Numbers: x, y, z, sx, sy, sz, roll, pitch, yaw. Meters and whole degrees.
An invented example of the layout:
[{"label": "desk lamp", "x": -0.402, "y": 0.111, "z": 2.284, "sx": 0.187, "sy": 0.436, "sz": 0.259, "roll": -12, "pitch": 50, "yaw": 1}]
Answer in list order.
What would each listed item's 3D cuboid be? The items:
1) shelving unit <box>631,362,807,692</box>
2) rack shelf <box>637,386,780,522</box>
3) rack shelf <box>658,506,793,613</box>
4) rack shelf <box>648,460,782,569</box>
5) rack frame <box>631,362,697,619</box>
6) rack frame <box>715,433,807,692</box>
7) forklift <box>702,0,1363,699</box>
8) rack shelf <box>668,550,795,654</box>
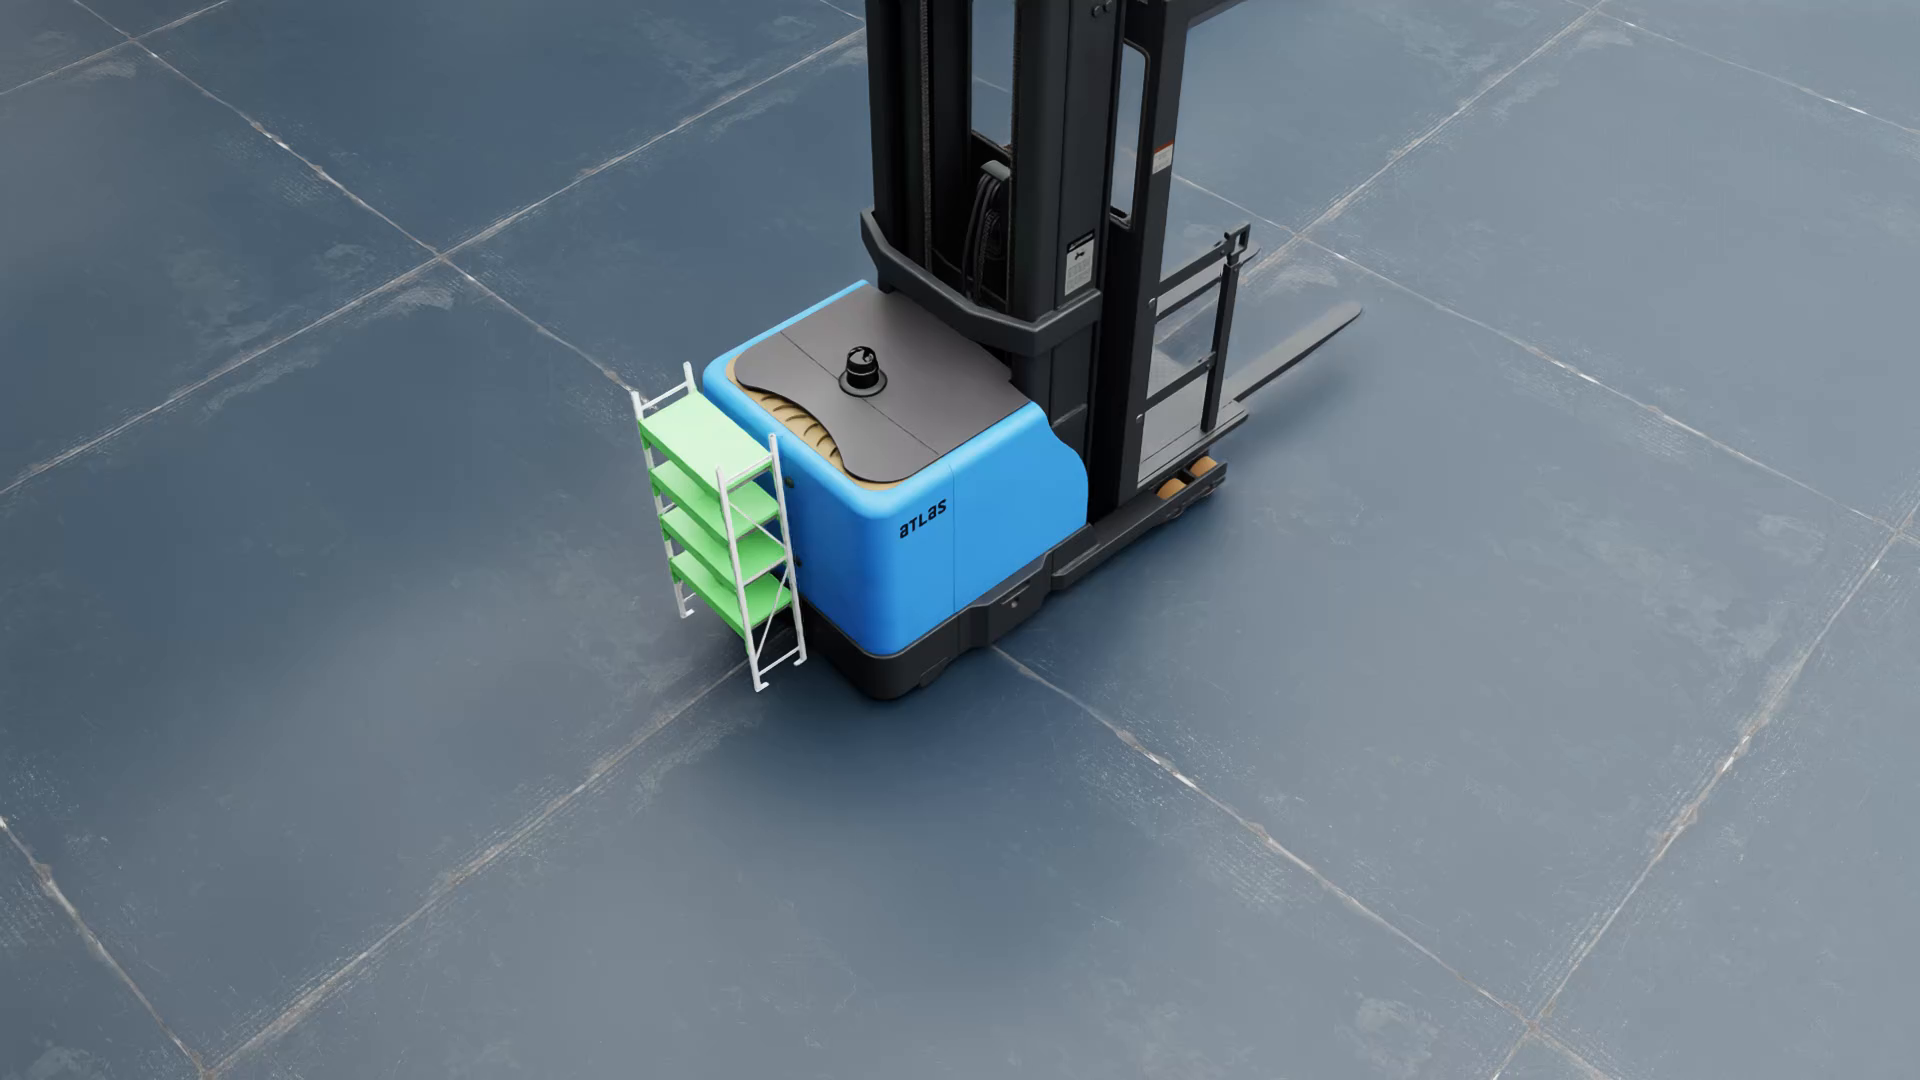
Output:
[{"label": "shelving unit", "x": -0.858, "y": -0.021, "z": 6.051, "sx": 0.258, "sy": 1.200, "sz": 0.503, "roll": -34, "pitch": 55, "yaw": -26}, {"label": "rack shelf", "x": -0.866, "y": -0.301, "z": 5.743, "sx": 0.258, "sy": 0.148, "sz": 0.480, "roll": -34, "pitch": 55, "yaw": -26}, {"label": "rack shelf", "x": -0.857, "y": 0.021, "z": 6.098, "sx": 0.258, "sy": 0.148, "sz": 0.480, "roll": -34, "pitch": 55, "yaw": -26}, {"label": "rack shelf", "x": -0.862, "y": -0.140, "z": 5.921, "sx": 0.258, "sy": 0.148, "sz": 0.480, "roll": -34, "pitch": 55, "yaw": -26}, {"label": "rack frame", "x": -1.021, "y": -0.154, "z": 6.176, "sx": 0.240, "sy": 1.200, "sz": 0.015, "roll": -34, "pitch": 55, "yaw": -26}, {"label": "rack frame", "x": -0.696, "y": 0.111, "z": 5.926, "sx": 0.240, "sy": 1.200, "sz": 0.015, "roll": -34, "pitch": 55, "yaw": -26}, {"label": "forklift", "x": 0.486, "y": -1.351, "z": 6.117, "sx": 3.031, "sy": 2.935, "sz": 1.130, "roll": -33, "pitch": 55, "yaw": -27}, {"label": "rack shelf", "x": -0.853, "y": 0.183, "z": 6.276, "sx": 0.258, "sy": 0.148, "sz": 0.480, "roll": -34, "pitch": 55, "yaw": -26}]
